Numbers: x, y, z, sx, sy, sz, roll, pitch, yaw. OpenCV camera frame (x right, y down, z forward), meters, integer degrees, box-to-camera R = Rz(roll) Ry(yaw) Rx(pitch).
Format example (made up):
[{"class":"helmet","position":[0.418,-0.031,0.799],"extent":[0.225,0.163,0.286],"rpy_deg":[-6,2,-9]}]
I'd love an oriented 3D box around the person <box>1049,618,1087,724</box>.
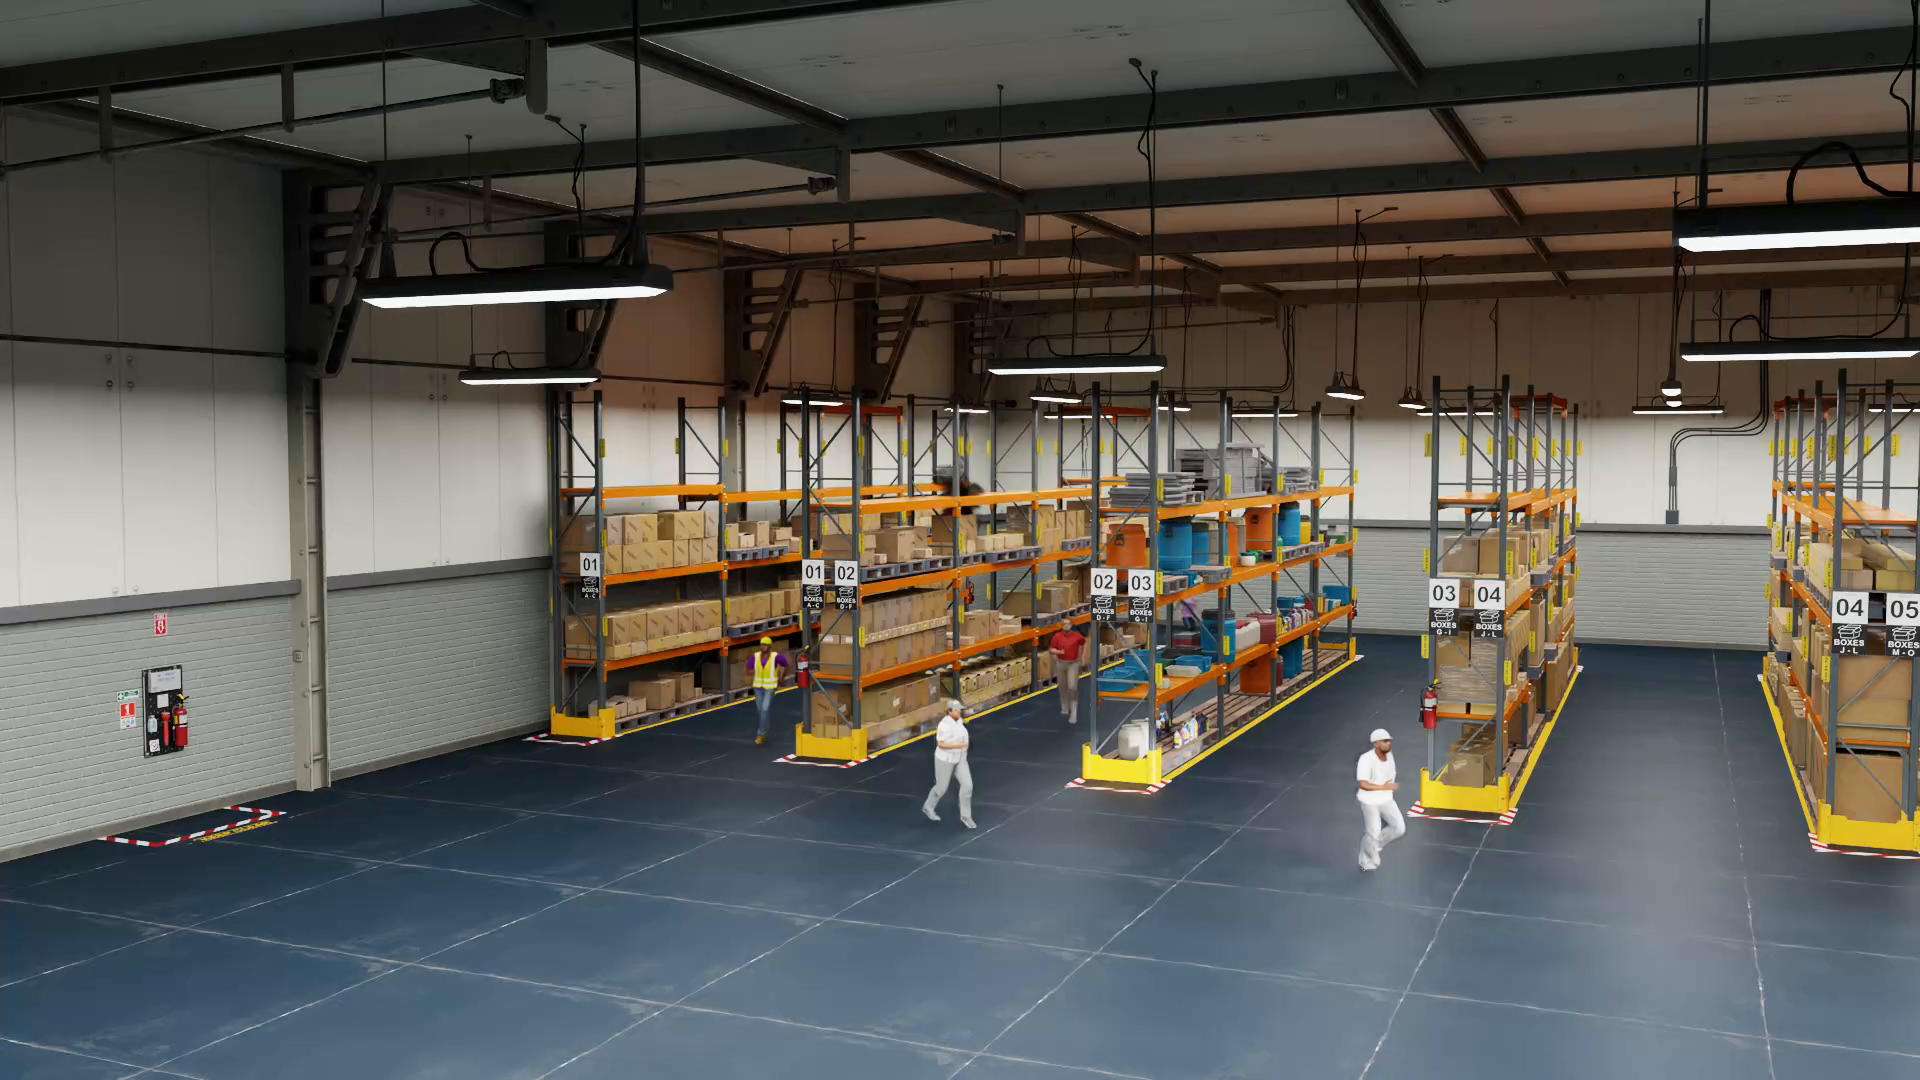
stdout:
[{"class":"person","position":[1.888,2.297,29.245],"extent":[0.633,1.843,0.739],"rpy_deg":[1,3,11]}]

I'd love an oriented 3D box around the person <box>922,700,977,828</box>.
[{"class":"person","position":[-0.138,2.966,22.078],"extent":[0.836,1.709,0.564],"rpy_deg":[3,4,44]}]

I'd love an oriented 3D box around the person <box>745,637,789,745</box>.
[{"class":"person","position":[-3.316,2.544,28.374],"extent":[0.707,1.809,0.828],"rpy_deg":[1,3,14]}]

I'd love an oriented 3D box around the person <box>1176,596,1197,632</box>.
[{"class":"person","position":[5.689,1.936,41.706],"extent":[0.577,1.553,0.534],"rpy_deg":[-2,4,-26]}]

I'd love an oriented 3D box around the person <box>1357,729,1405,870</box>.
[{"class":"person","position":[4.932,3.051,19.481],"extent":[0.743,1.707,0.721],"rpy_deg":[-2,4,-34]}]
